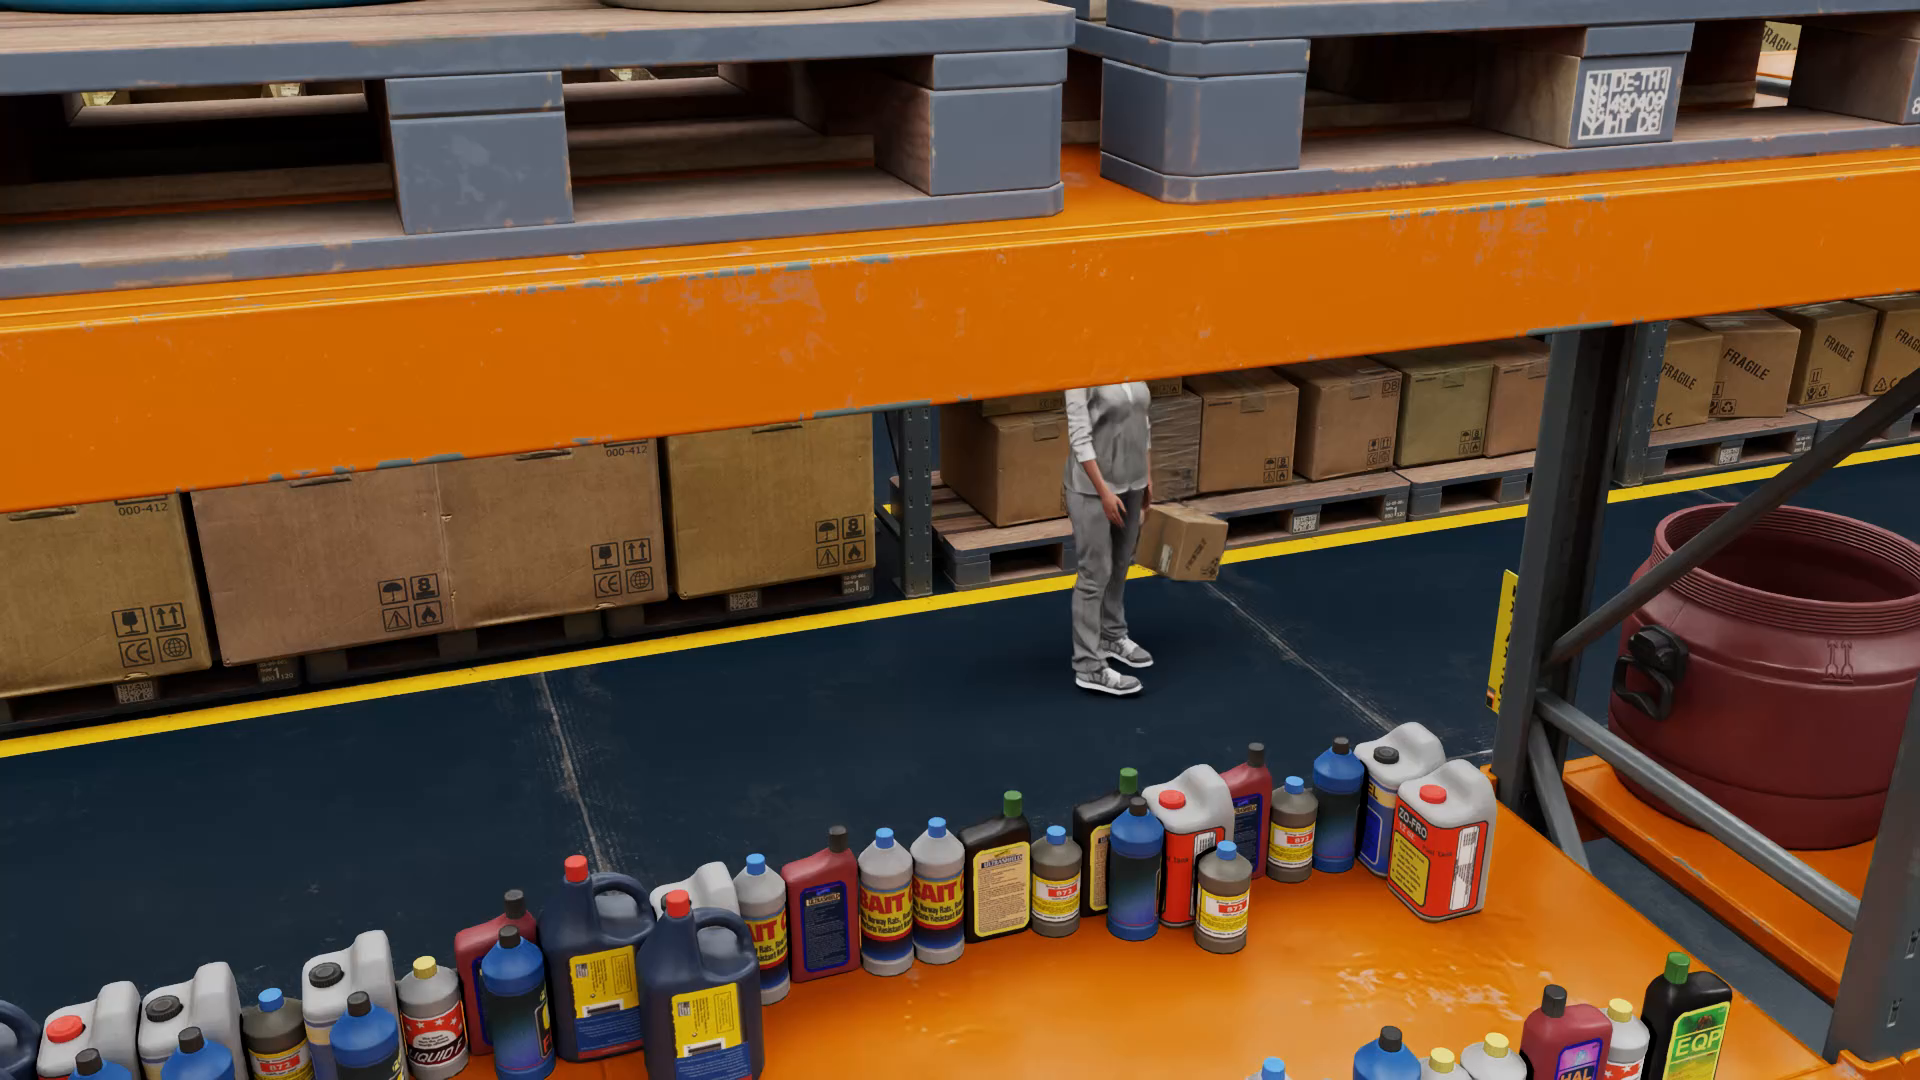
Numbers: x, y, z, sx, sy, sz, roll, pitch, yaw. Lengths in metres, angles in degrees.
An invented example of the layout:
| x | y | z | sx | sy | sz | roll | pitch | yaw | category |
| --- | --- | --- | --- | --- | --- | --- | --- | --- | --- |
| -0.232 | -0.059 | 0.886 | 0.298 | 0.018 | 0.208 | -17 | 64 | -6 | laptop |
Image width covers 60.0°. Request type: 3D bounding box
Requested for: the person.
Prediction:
| x | y | z | sx | sy | sz | roll | pitch | yaw | category |
| --- | --- | --- | --- | --- | --- | --- | --- | --- | --- |
| 0.618 | -0.184 | 6.534 | 0.430 | 1.599 | 0.434 | -20 | 30 | -38 | person |
